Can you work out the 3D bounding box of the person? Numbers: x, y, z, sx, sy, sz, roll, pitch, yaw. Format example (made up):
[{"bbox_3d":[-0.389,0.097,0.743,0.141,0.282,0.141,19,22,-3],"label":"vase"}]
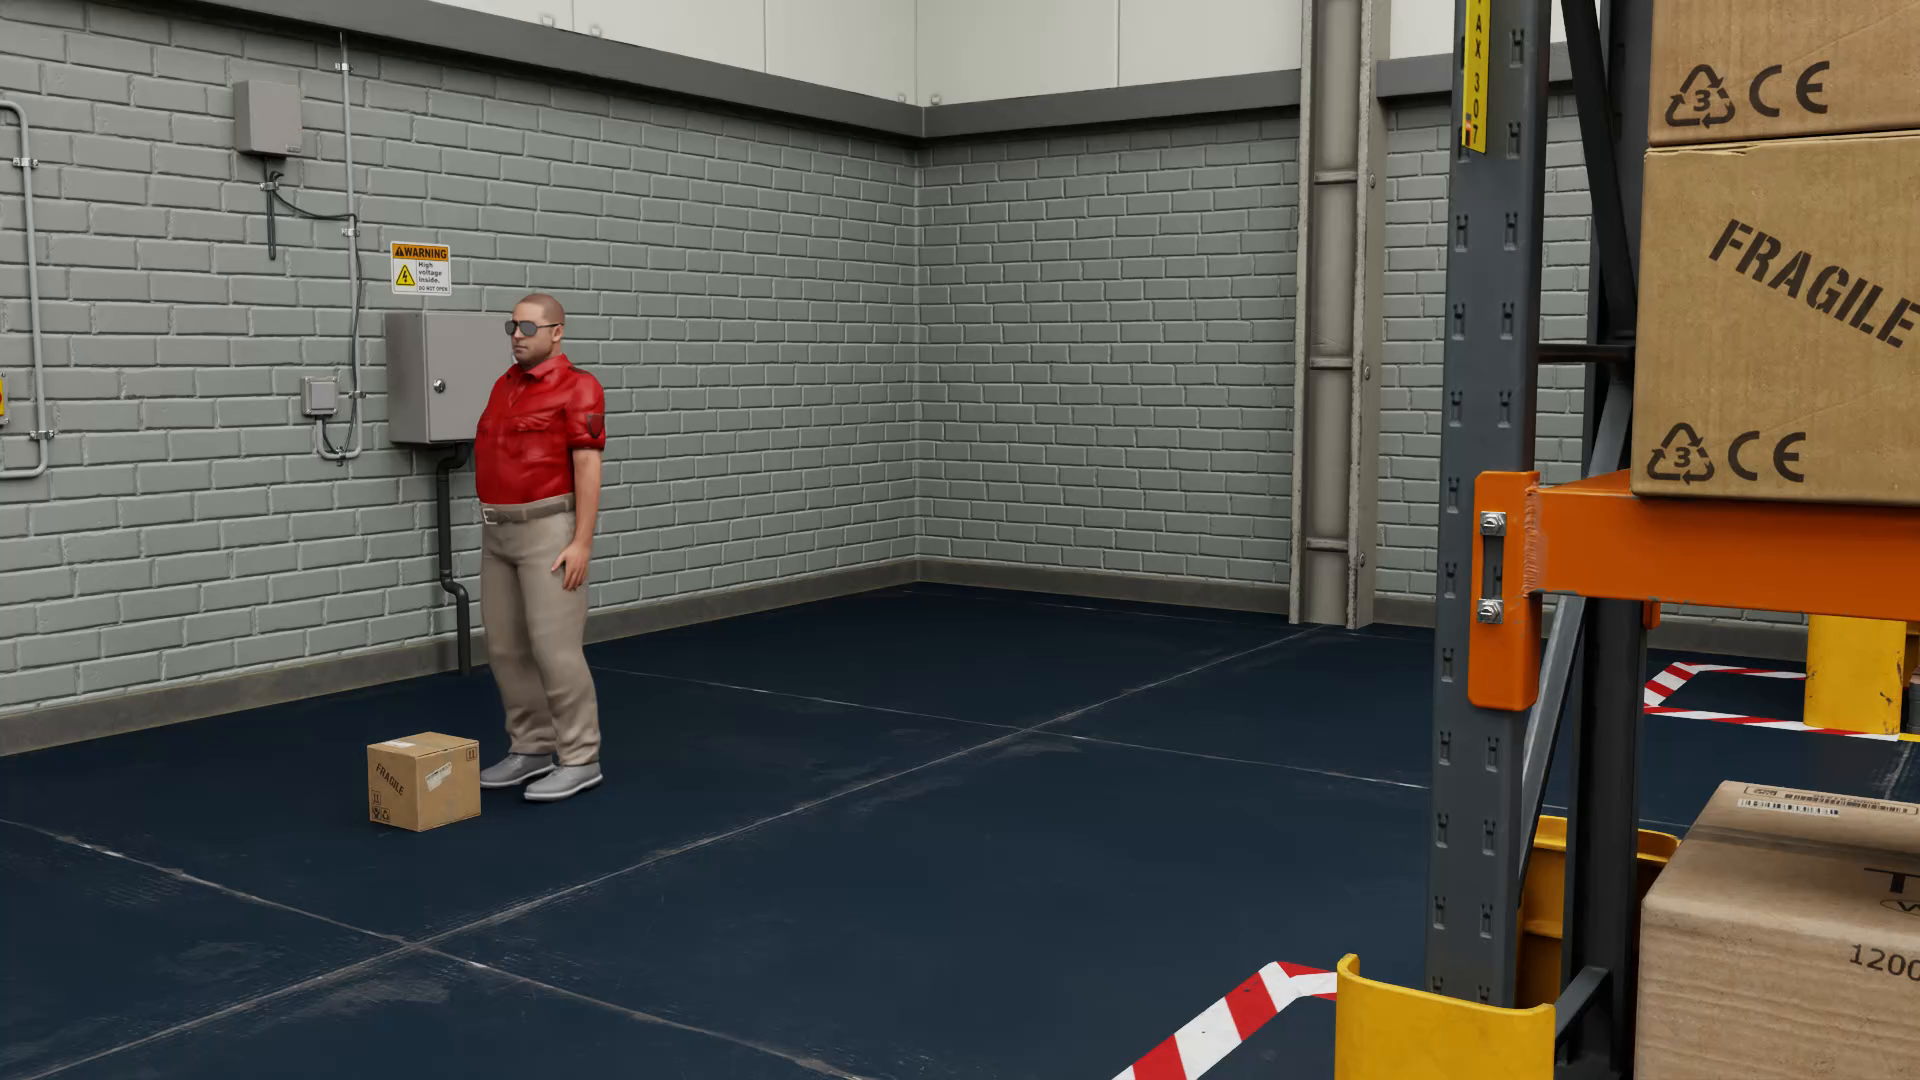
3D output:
[{"bbox_3d":[-1.468,0.015,5.748,0.527,1.723,0.361,4,8,35],"label":"person"}]
